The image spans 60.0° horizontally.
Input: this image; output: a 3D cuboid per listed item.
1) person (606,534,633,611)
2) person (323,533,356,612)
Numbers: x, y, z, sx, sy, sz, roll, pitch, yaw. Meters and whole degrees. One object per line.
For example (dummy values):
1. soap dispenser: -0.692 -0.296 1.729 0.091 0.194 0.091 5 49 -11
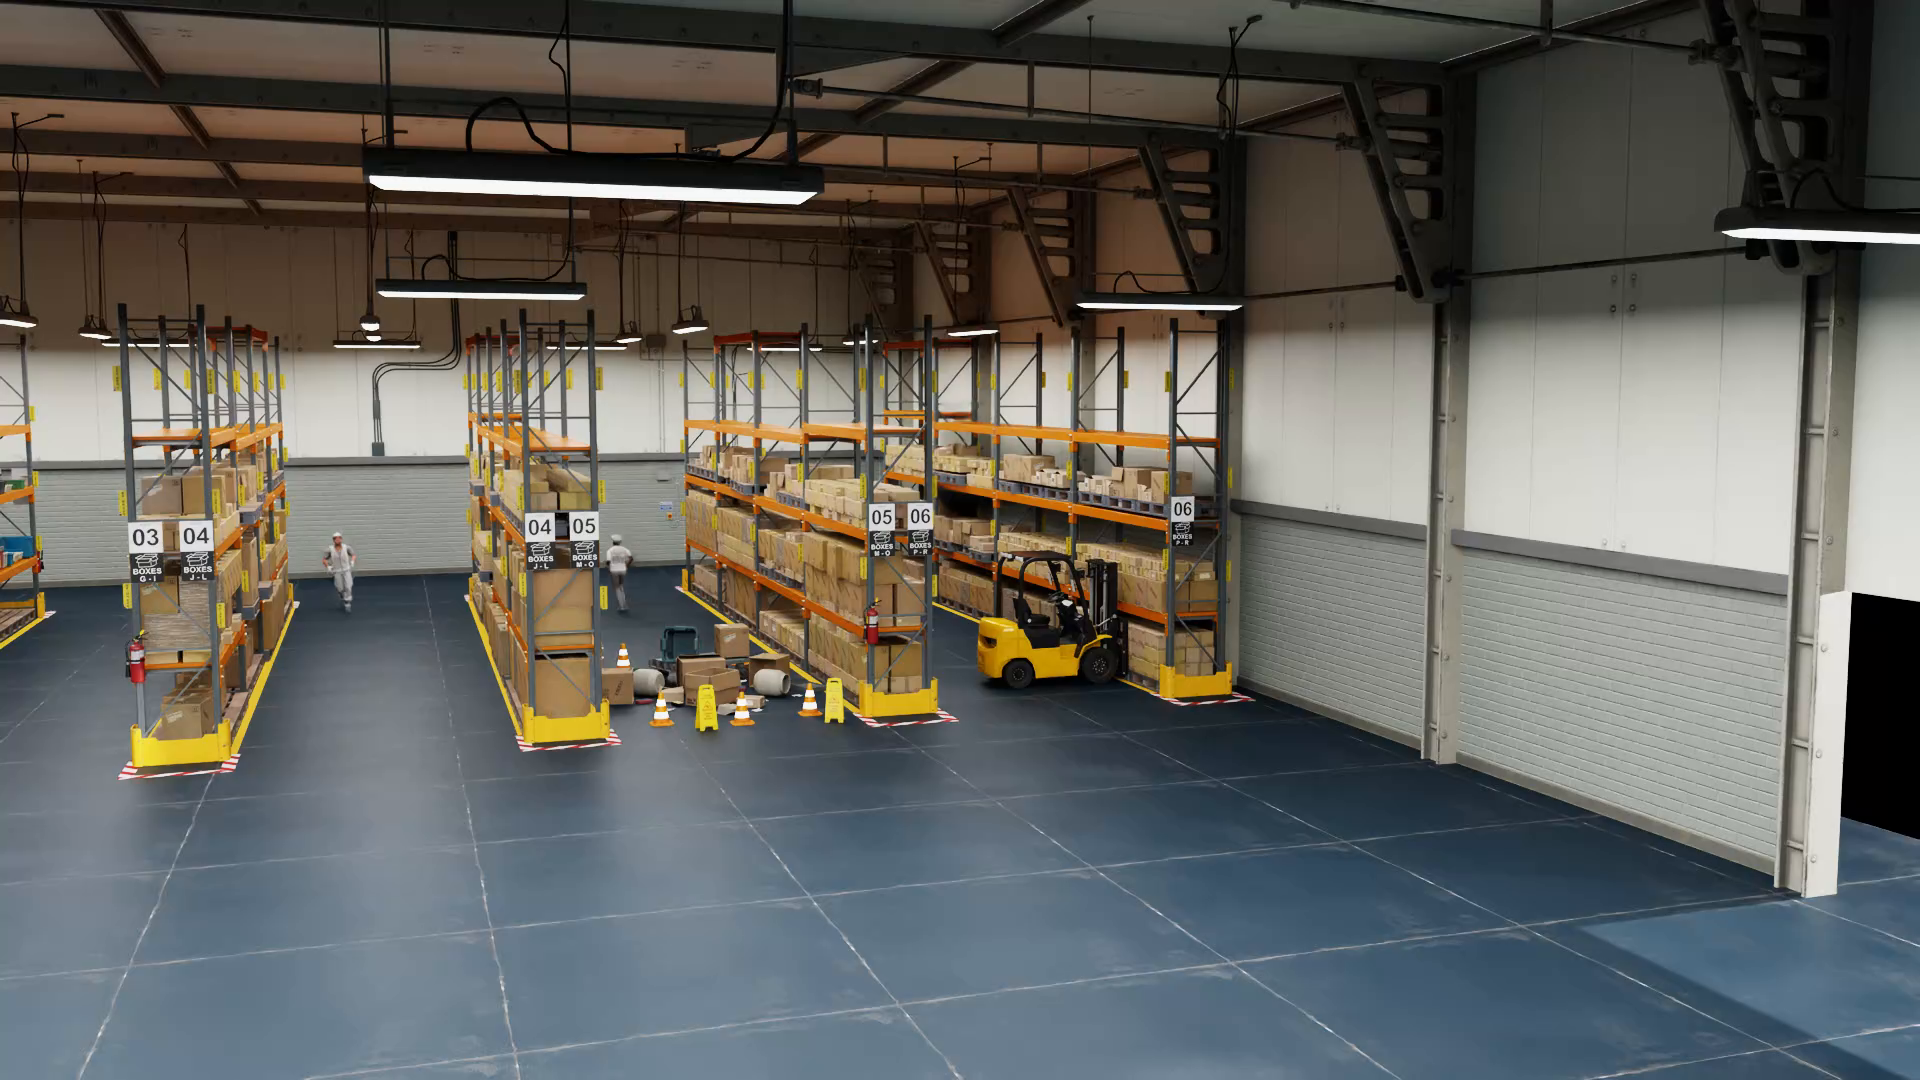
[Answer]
1. person: -7.475 0.726 36.342 0.549 1.713 0.695 -4 7 -35
2. person: -13.565 0.702 36.407 0.695 1.732 0.651 -3 6 -28
